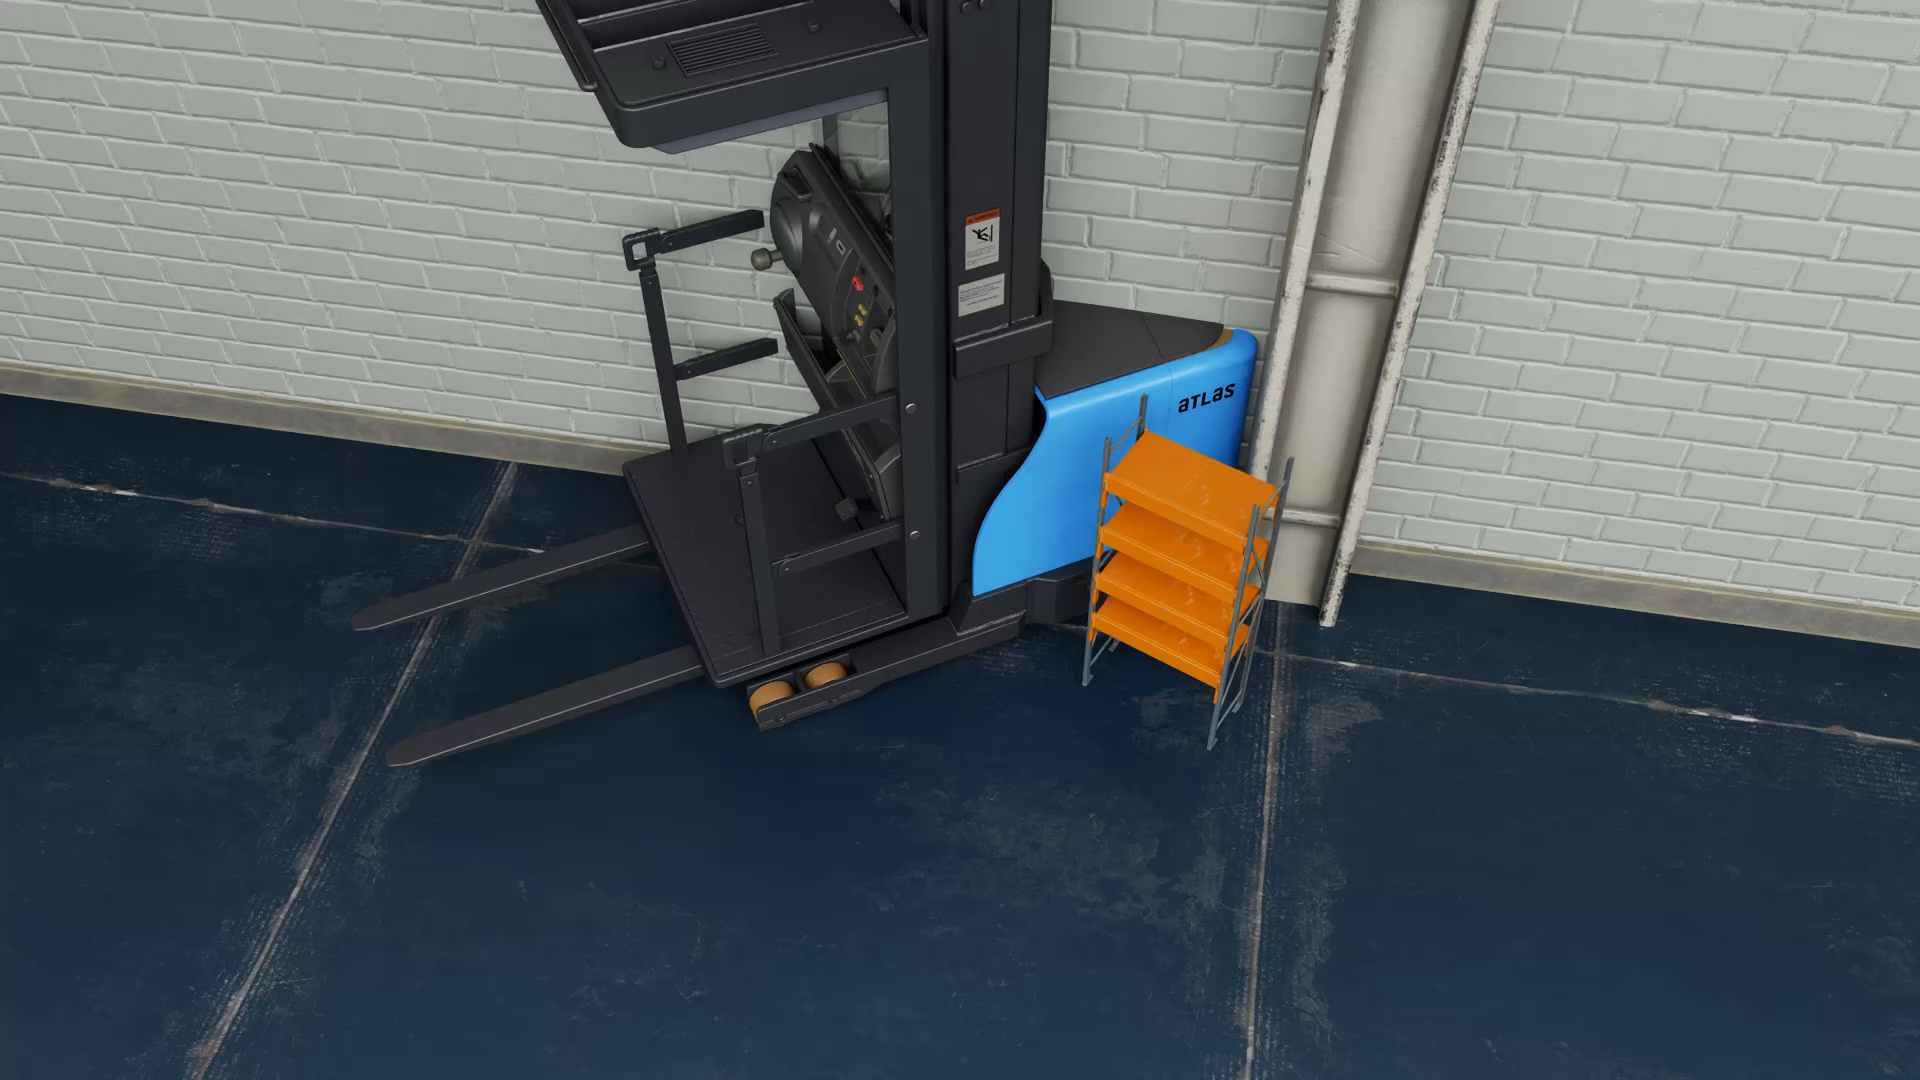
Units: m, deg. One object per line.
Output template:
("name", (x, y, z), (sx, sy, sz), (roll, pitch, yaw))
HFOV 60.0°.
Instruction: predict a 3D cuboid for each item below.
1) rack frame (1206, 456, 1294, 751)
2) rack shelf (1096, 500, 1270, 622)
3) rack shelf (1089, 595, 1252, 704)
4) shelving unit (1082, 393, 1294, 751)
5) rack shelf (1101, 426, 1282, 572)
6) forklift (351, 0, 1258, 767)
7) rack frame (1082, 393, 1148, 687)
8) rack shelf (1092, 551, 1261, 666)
("rack frame", (0.905, 0.233, 5.234), (0.015, 1.200, 0.240), (26, 53, 22))
("rack shelf", (0.701, 0.028, 5.208), (0.480, 0.148, 0.258), (26, 53, 22))
("rack shelf", (0.701, 0.310, 5.522), (0.480, 0.148, 0.258), (26, 53, 22))
("shelving unit", (0.701, 0.133, 5.324), (0.503, 1.200, 0.258), (26, 53, 22))
("rack shelf", (0.701, -0.130, 5.032), (0.480, 0.148, 0.258), (26, 53, 22))
("forklift", (-0.574, -0.791, 4.990), (3.031, 2.935, 1.130), (-18, 51, -16))
("rack frame", (0.498, 0.033, 5.414), (0.015, 1.200, 0.240), (26, 53, 22))
("rack shelf", (0.701, 0.178, 5.374), (0.480, 0.148, 0.258), (26, 53, 22))
